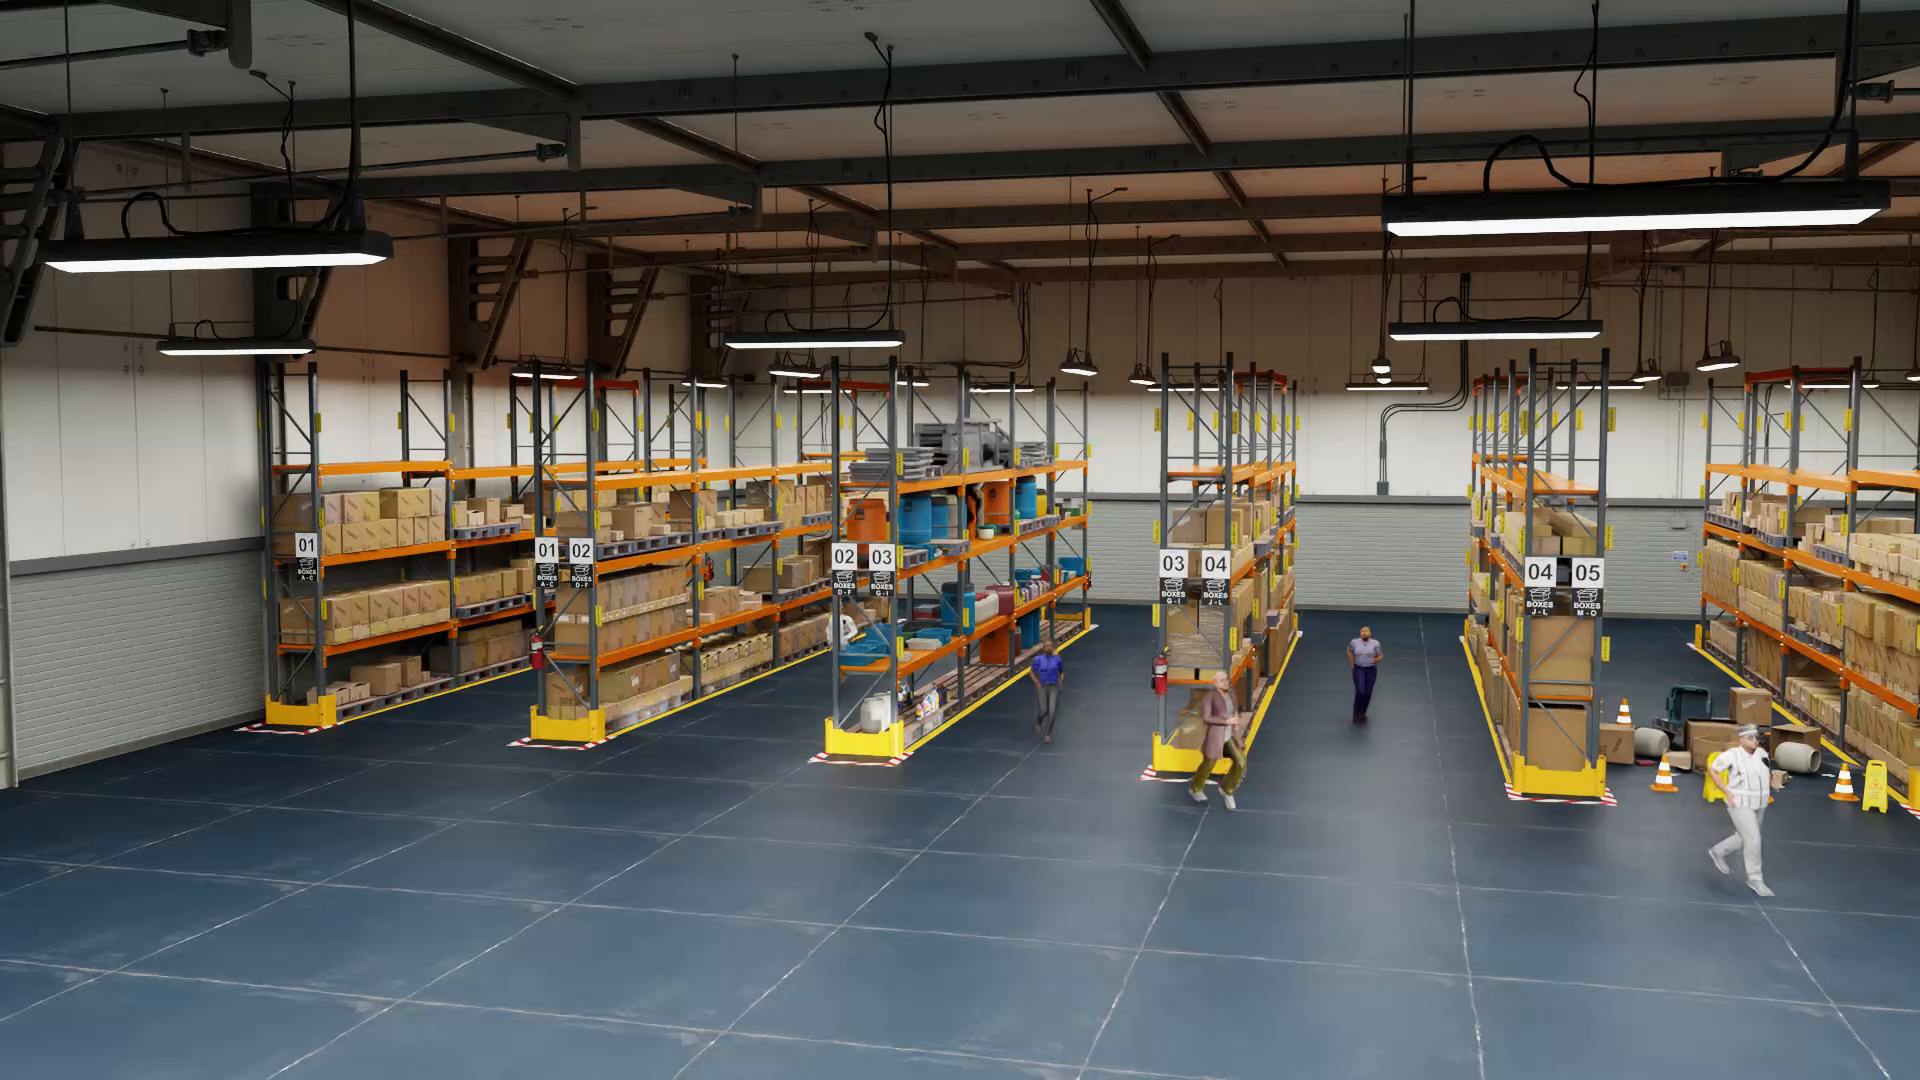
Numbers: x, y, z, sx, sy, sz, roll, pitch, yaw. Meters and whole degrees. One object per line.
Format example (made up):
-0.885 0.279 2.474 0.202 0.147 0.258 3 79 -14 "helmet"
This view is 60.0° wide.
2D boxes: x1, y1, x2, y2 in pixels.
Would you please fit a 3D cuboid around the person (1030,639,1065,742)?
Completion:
1.387 2.361 26.158 0.557 1.607 0.550 -1 4 -8 "person"

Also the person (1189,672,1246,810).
3.395 2.595 21.636 0.729 1.801 0.959 -2 5 -28 "person"

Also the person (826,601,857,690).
-2.233 1.983 31.259 0.620 1.708 0.734 0 4 6 "person"

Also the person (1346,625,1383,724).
6.763 2.253 27.738 0.575 1.681 0.681 0 4 5 "person"

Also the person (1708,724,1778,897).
8.481 2.859 17.959 0.646 1.798 0.912 -2 4 -21 "person"
